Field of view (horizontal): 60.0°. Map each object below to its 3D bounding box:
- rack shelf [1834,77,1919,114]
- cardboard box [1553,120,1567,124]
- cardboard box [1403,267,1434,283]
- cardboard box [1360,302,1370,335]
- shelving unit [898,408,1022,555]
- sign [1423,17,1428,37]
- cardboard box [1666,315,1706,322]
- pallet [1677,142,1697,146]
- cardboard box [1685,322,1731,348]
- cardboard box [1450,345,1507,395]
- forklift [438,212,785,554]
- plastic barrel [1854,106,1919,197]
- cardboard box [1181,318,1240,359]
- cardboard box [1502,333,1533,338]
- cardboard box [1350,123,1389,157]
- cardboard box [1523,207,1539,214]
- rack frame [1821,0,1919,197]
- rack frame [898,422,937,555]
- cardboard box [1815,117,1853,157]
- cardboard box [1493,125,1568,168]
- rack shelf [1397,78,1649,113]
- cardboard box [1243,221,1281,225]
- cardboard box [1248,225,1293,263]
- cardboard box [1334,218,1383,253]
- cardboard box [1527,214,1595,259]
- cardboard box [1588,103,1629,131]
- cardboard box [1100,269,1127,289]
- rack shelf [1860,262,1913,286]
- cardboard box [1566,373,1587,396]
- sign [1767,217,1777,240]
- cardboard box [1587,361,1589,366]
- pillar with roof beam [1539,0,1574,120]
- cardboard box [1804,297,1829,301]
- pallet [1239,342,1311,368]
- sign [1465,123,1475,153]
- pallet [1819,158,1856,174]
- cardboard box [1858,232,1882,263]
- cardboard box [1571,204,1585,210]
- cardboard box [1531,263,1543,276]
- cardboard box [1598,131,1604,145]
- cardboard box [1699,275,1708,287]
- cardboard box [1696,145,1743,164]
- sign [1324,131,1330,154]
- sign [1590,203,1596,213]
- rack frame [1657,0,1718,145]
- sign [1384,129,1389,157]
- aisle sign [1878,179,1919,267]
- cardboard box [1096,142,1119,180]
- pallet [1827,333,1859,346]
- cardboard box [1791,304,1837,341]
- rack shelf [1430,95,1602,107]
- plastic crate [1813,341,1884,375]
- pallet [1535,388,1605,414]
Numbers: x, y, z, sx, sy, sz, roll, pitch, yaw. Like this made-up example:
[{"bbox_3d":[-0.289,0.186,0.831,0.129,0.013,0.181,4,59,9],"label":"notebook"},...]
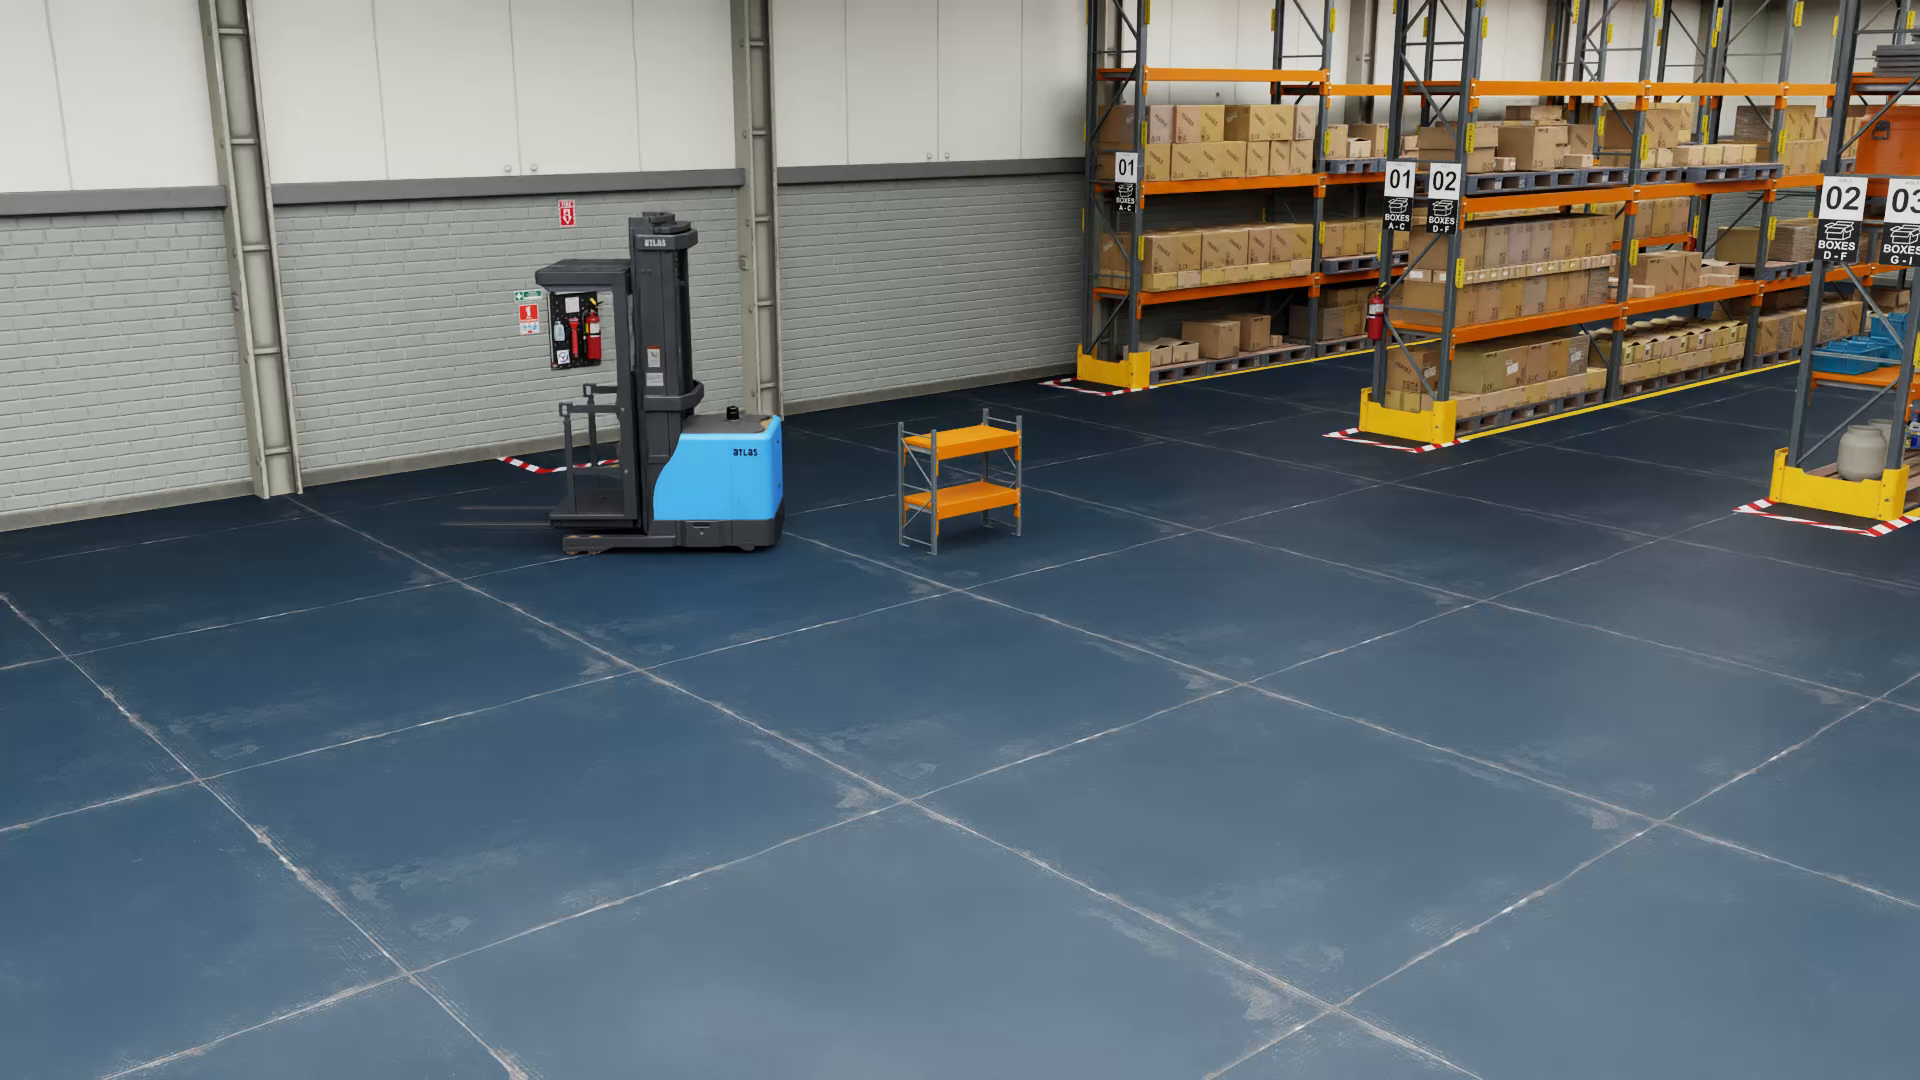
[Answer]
[{"bbox_3d":[10.123,-4.440,16.605,4.000,0.370,1.077,-13,19,-39],"label":"rack shelf"},{"bbox_3d":[10.427,-7.288,29.862,0.500,0.500,0.700,-14,20,-42],"label":"cardboard box"},{"bbox_3d":[5.528,-3.172,19.863,0.250,0.149,0.380,-13,20,-40],"label":"cardboard box"},{"bbox_3d":[6.441,-3.659,27.126,0.500,0.500,0.700,-12,19,-39],"label":"cardboard box"},{"bbox_3d":[0.005,-0.545,15.109,1.048,1.125,0.538,-13,19,-39],"label":"shelving unit"},{"bbox_3d":[7.779,-8.561,27.747,0.005,0.325,0.100,-13,19,-39],"label":"sign"},{"bbox_3d":[10.812,-3.178,24.762,0.500,0.311,0.500,-12,19,-38],"label":"cardboard box"},{"bbox_3d":[13.628,-7.662,32.480,1.213,0.211,1.003,-13,19,-39],"label":"pallet"},{"bbox_3d":[10.779,-2.983,24.034,0.500,0.311,0.500,-13,20,-40],"label":"cardboard box"},{"bbox_3d":[6.292,-2.078,20.279,0.500,0.500,0.500,-13,19,-39],"label":"cardboard box"},{"bbox_3d":[-3.164,-1.426,14.909,3.031,2.935,1.130,0,15,0],"label":"forklift"},{"bbox_3d":[8.897,-3.710,15.870,0.708,0.830,0.600,-13,19,-39],"label":"plastic barrel"},{"bbox_3d":[3.708,-2.988,24.616,0.500,0.500,0.700,-14,21,-43],"label":"cardboard box"},{"bbox_3d":[7.073,-2.436,21.619,0.500,0.500,0.500,-13,19,-39],"label":"cardboard box"},{"bbox_3d":[6.523,-6.336,26.340,0.500,0.500,0.500,-14,20,-41],"label":"cardboard box"},{"bbox_3d":[9.818,-5.883,29.199,0.500,0.250,0.500,-13,20,-40],"label":"cardboard box"},{"bbox_3d":[8.614,-4.642,15.192,0.127,3.000,1.000,-13,19,-39],"label":"rack frame"},{"bbox_3d":[-0.378,-0.458,14.787,0.032,1.125,0.500,-13,19,-39],"label":"rack frame"},{"bbox_3d":[13.500,-6.302,26.016,0.600,0.600,0.600,-13,20,-40],"label":"cardboard box"},{"bbox_3d":[7.057,-4.902,20.690,0.637,0.503,0.797,-10,18,-33],"label":"cardboard box"},{"bbox_3d":[6.874,-5.405,20.217,4.000,0.370,1.077,-13,19,-39],"label":"rack shelf"},{"bbox_3d":[4.636,-4.611,25.497,0.500,0.500,0.500,-13,20,-41],"label":"cardboard box"},{"bbox_3d":[4.602,-4.424,24.797,0.500,0.500,0.500,-13,20,-40],"label":"cardboard box"},{"bbox_3d":[6.437,-4.901,26.741,0.500,0.500,0.700,-10,18,-32],"label":"cardboard box"},{"bbox_3d":[7.672,-3.899,21.328,0.500,0.500,0.700,-13,20,-39],"label":"cardboard box"},{"bbox_3d":[11.885,-7.762,30.513,0.500,0.500,0.500,-13,20,-40],"label":"cardboard box"},{"bbox_3d":[2.336,-3.727,23.641,0.500,0.250,0.500,-12,19,-39],"label":"cardboard box"},{"bbox_3d":[15.926,-4.733,28.550,4.000,0.370,1.077,-13,19,-39],"label":"rack shelf"},{"bbox_3d":[7.793,-2.057,21.653,0.500,0.250,0.500,-13,19,-39],"label":"cardboard box"},{"bbox_3d":[11.767,-4.516,24.100,0.005,0.325,0.100,-13,19,-39],"label":"sign"},{"bbox_3d":[8.505,-2.388,22.890,0.500,0.250,0.500,-13,20,-40],"label":"cardboard box"},{"bbox_3d":[13.949,-8.053,27.960,0.400,9.000,9.100,-13,19,-39],"label":"pillar with roof beam"},{"bbox_3d":[13.893,-3.712,27.326,0.500,0.500,0.500,-14,20,-42],"label":"cardboard box"},{"bbox_3d":[4.645,-2.882,25.631,1.213,0.211,1.003,-13,19,-39],"label":"pallet"},{"bbox_3d":[5.725,-4.509,18.660,0.005,0.325,0.100,-13,19,-39],"label":"sign"},{"bbox_3d":[13.099,-5.827,25.804,1.003,0.211,1.213,-13,19,-39],"label":"pallet"},{"bbox_3d":[14.981,-4.823,27.301,0.500,0.500,0.500,-12,19,-38],"label":"cardboard box"},{"bbox_3d":[10.979,-6.140,30.164,0.500,0.250,0.500,-12,19,-38],"label":"cardboard box"},{"bbox_3d":[6.963,-3.355,20.548,0.250,0.149,0.380,-12,19,-39],"label":"cardboard box"},{"bbox_3d":[11.857,-7.399,30.608,0.500,0.250,0.500,-13,20,-40],"label":"cardboard box"},{"bbox_3d":[10.475,-3.716,23.835,0.250,0.149,0.380,-11,18,-35],"label":"cardboard box"},{"bbox_3d":[10.711,-5.463,23.556,0.500,0.250,0.500,-12,19,-38],"label":"cardboard box"},{"bbox_3d":[5.490,-5.945,24.879,0.005,0.325,0.100,-13,19,-39],"label":"sign"},{"bbox_3d":[11.527,-6.123,30.268,0.005,0.325,0.100,-13,19,-39],"label":"sign"},{"bbox_3d":[14.181,-9.281,32.560,0.127,3.000,1.000,-13,19,-39],"label":"rack frame"},{"bbox_3d":[5.019,-4.655,19.492,0.005,0.325,0.100,-13,19,-39],"label":"sign"},{"bbox_3d":[8.752,-2.931,15.371,0.004,0.787,0.394,-13,19,-39],"label":"aisle sign"},{"bbox_3d":[2.259,-5.300,23.233,0.500,0.500,0.500,-11,18,-35],"label":"cardboard box"},{"bbox_3d":[13.829,-3.249,27.005,1.213,0.211,1.003,-13,19,-39],"label":"pallet"},{"bbox_3d":[13.477,-3.440,26.308,0.500,0.500,0.500,-12,19,-39],"label":"cardboard box"},{"bbox_3d":[9.654,-7.724,28.899,4.000,0.370,1.077,-13,19,-39],"label":"rack shelf"},{"bbox_3d":[8.795,-1.815,16.521,0.616,0.251,0.499,-13,19,-39],"label":"plastic crate"},{"bbox_3d":[7.755,-1.913,22.001,1.213,0.211,1.003,-13,19,-39],"label":"pallet"}]
